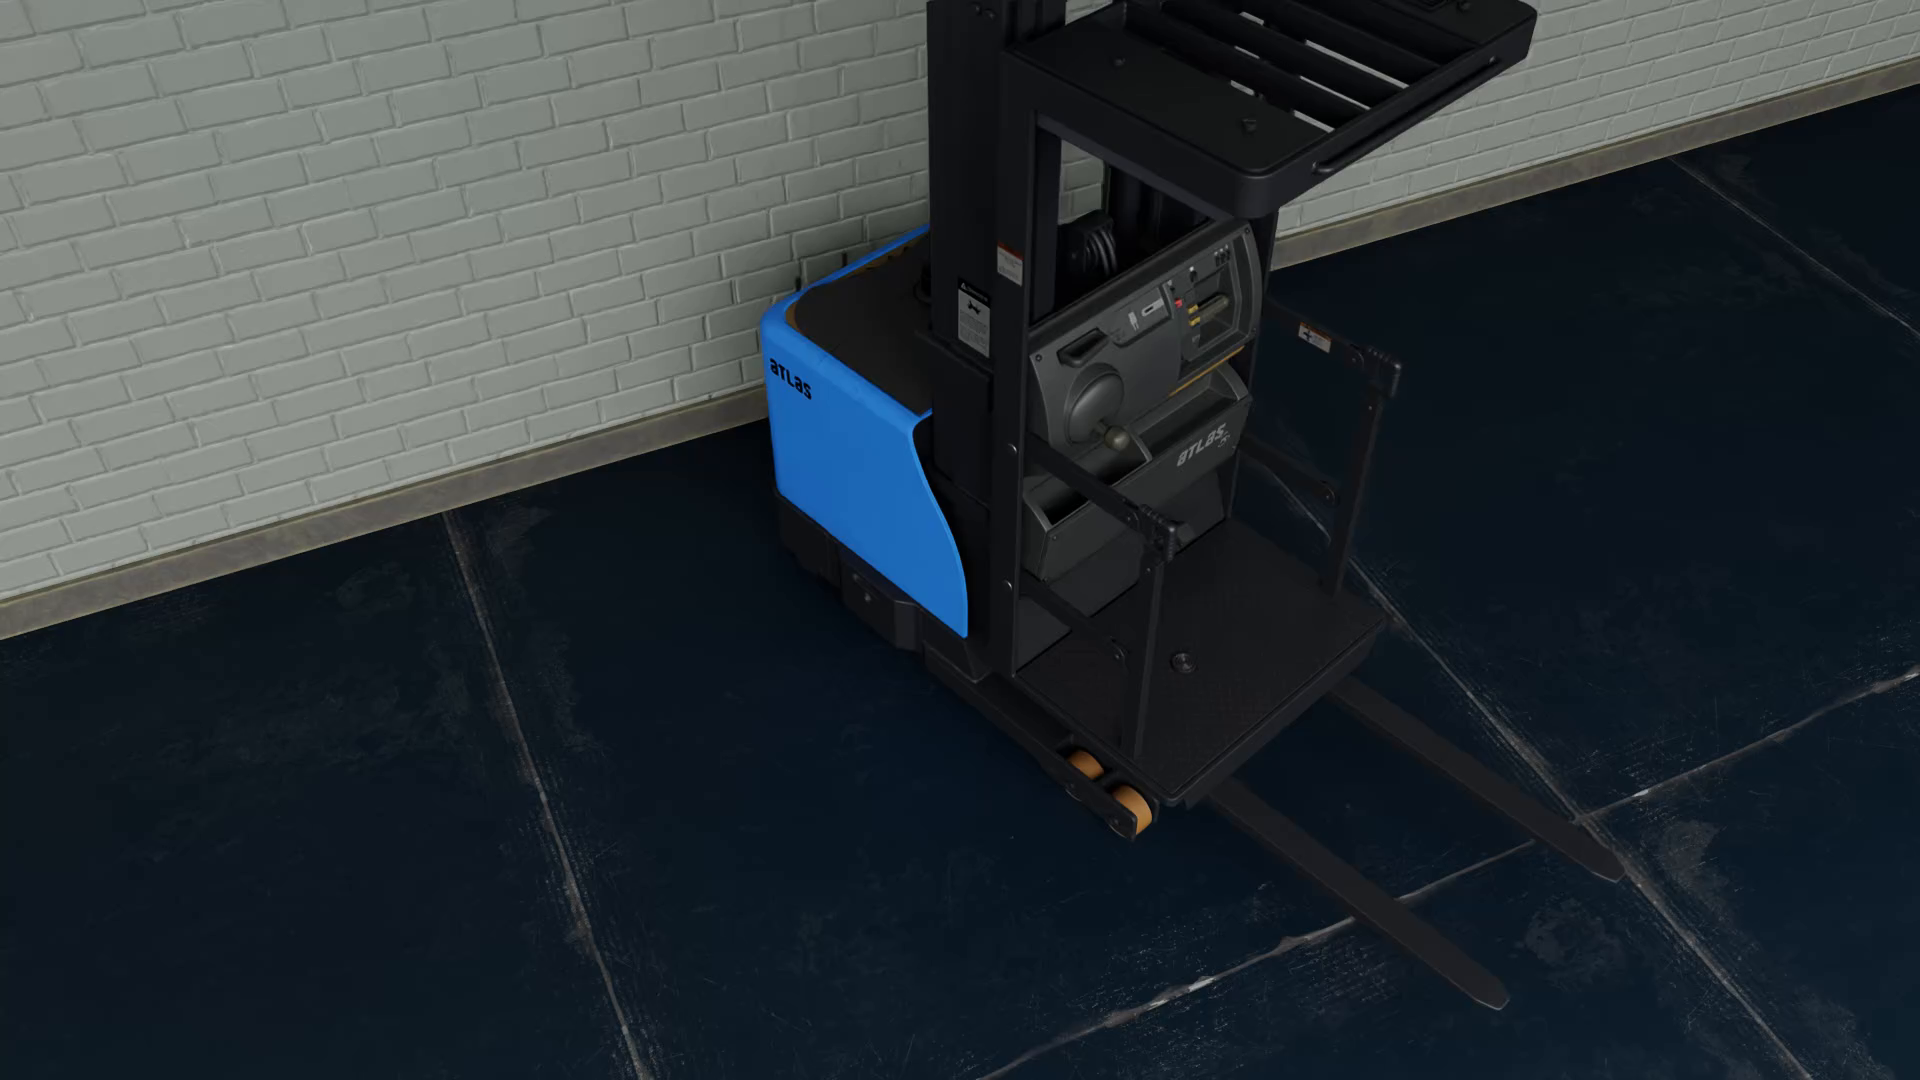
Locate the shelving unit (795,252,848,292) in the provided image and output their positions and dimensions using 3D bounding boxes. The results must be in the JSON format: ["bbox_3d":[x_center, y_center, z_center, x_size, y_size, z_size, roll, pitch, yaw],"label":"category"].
[{"bbox_3d":[-0.428,-0.613,6.231,0.258,0.900,0.210,-34,54,-29],"label":"shelving unit"}]

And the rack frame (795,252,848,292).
[{"bbox_3d":[-0.498,-0.665,6.284,0.240,0.900,0.006,-34,54,-29],"label":"rack frame"}]

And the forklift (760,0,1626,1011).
[{"bbox_3d":[0.697,-0.512,4.682,1.130,2.935,3.031,-34,54,-29],"label":"forklift"}]
